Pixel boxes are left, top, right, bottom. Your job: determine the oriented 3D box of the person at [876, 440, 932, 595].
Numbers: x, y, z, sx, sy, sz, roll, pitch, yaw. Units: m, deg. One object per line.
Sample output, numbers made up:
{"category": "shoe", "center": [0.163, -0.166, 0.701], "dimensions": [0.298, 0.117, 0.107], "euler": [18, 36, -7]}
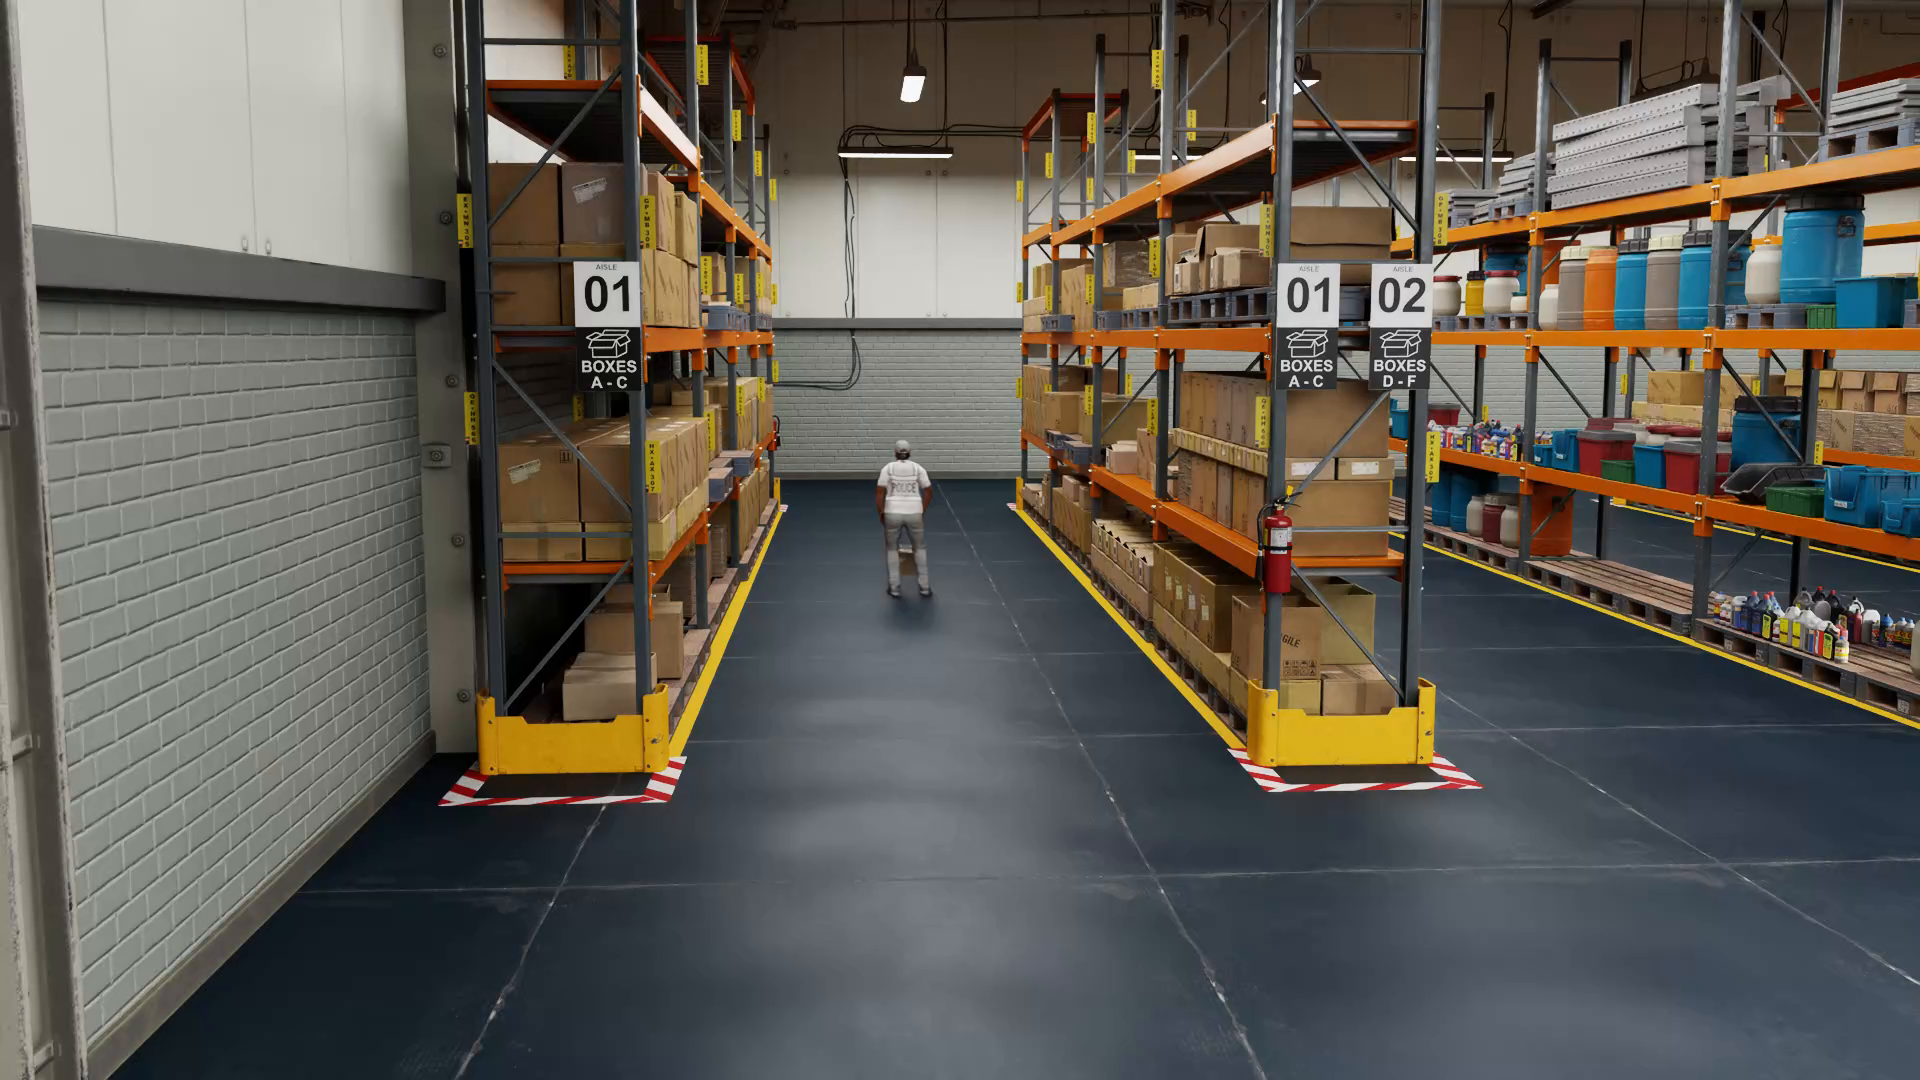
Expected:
{"category": "person", "center": [-0.600, -0.246, 17.839], "dimensions": [0.606, 1.635, 0.512], "euler": [-1, 7, -5]}
